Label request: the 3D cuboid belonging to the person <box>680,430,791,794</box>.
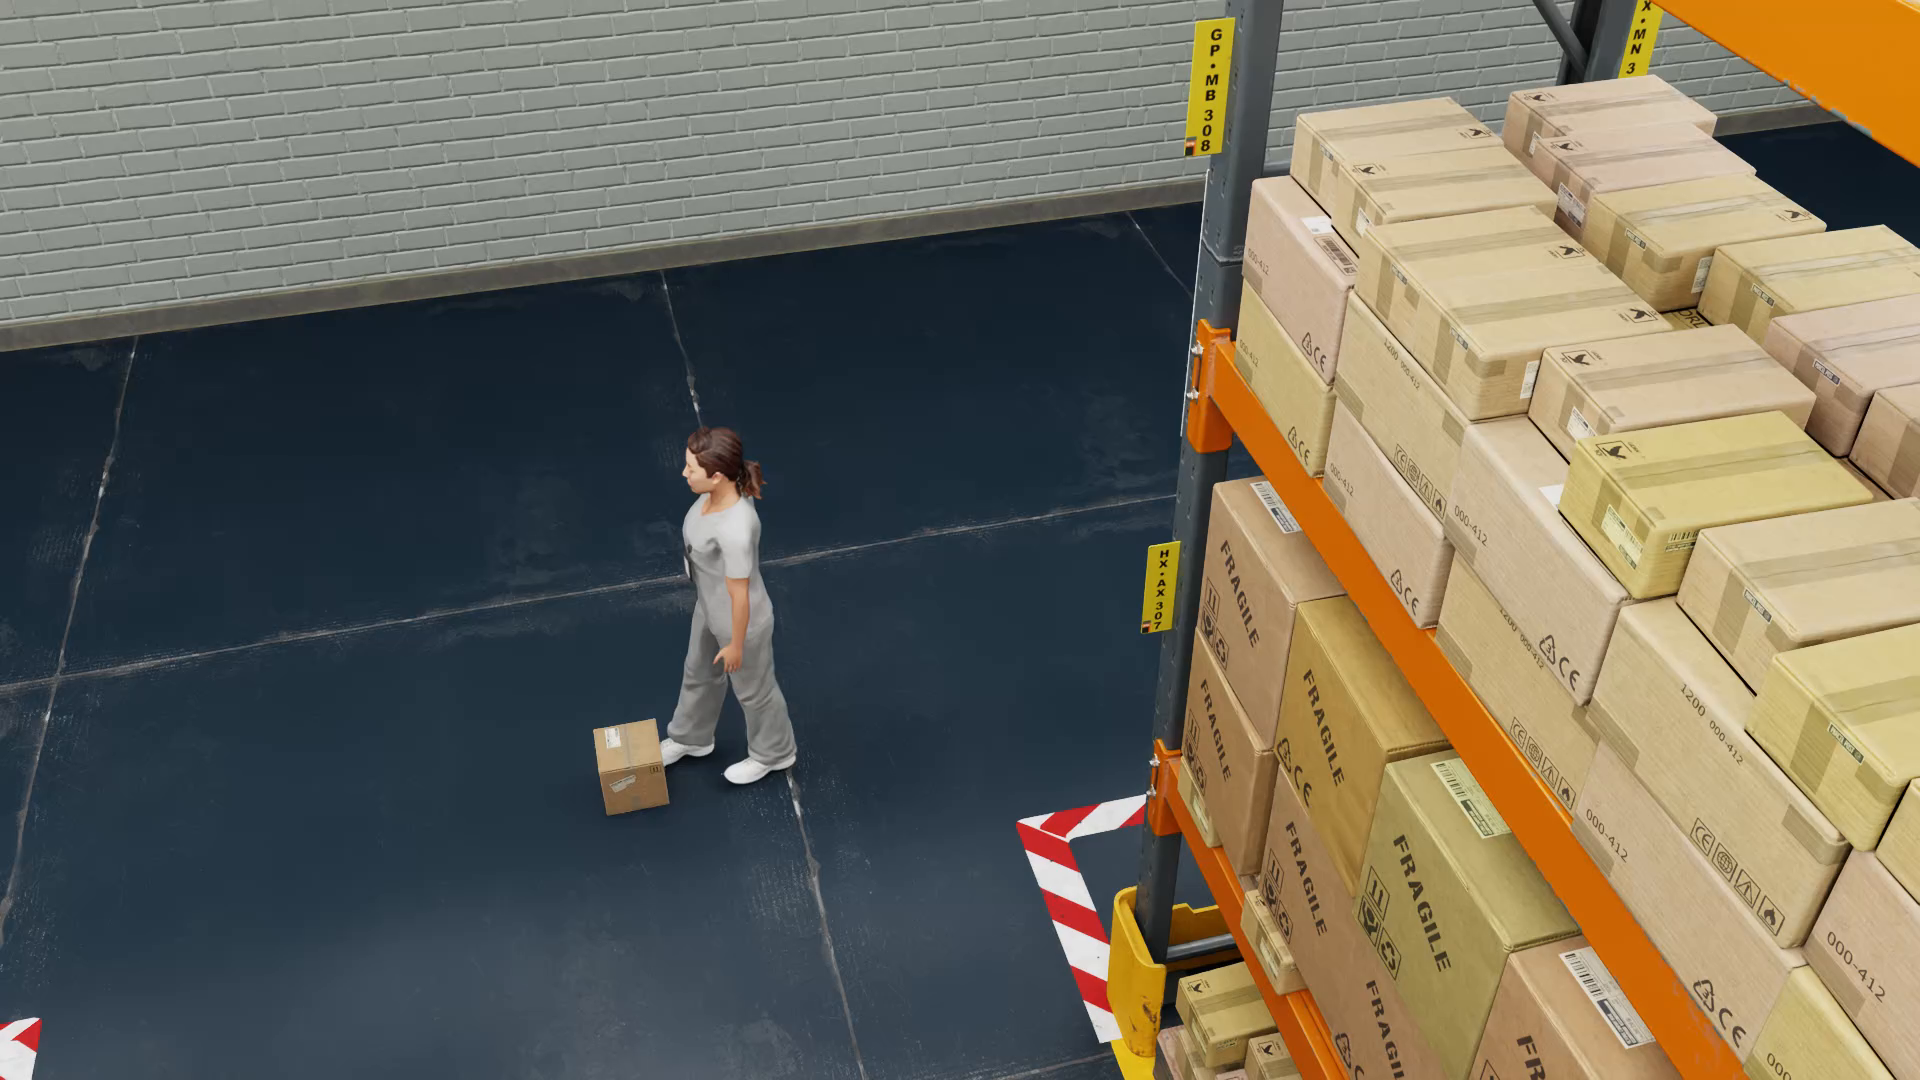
[{"bbox_3d":[-0.907,0.294,6.349,0.442,1.669,0.439,-8,39,-11],"label":"person"}]
